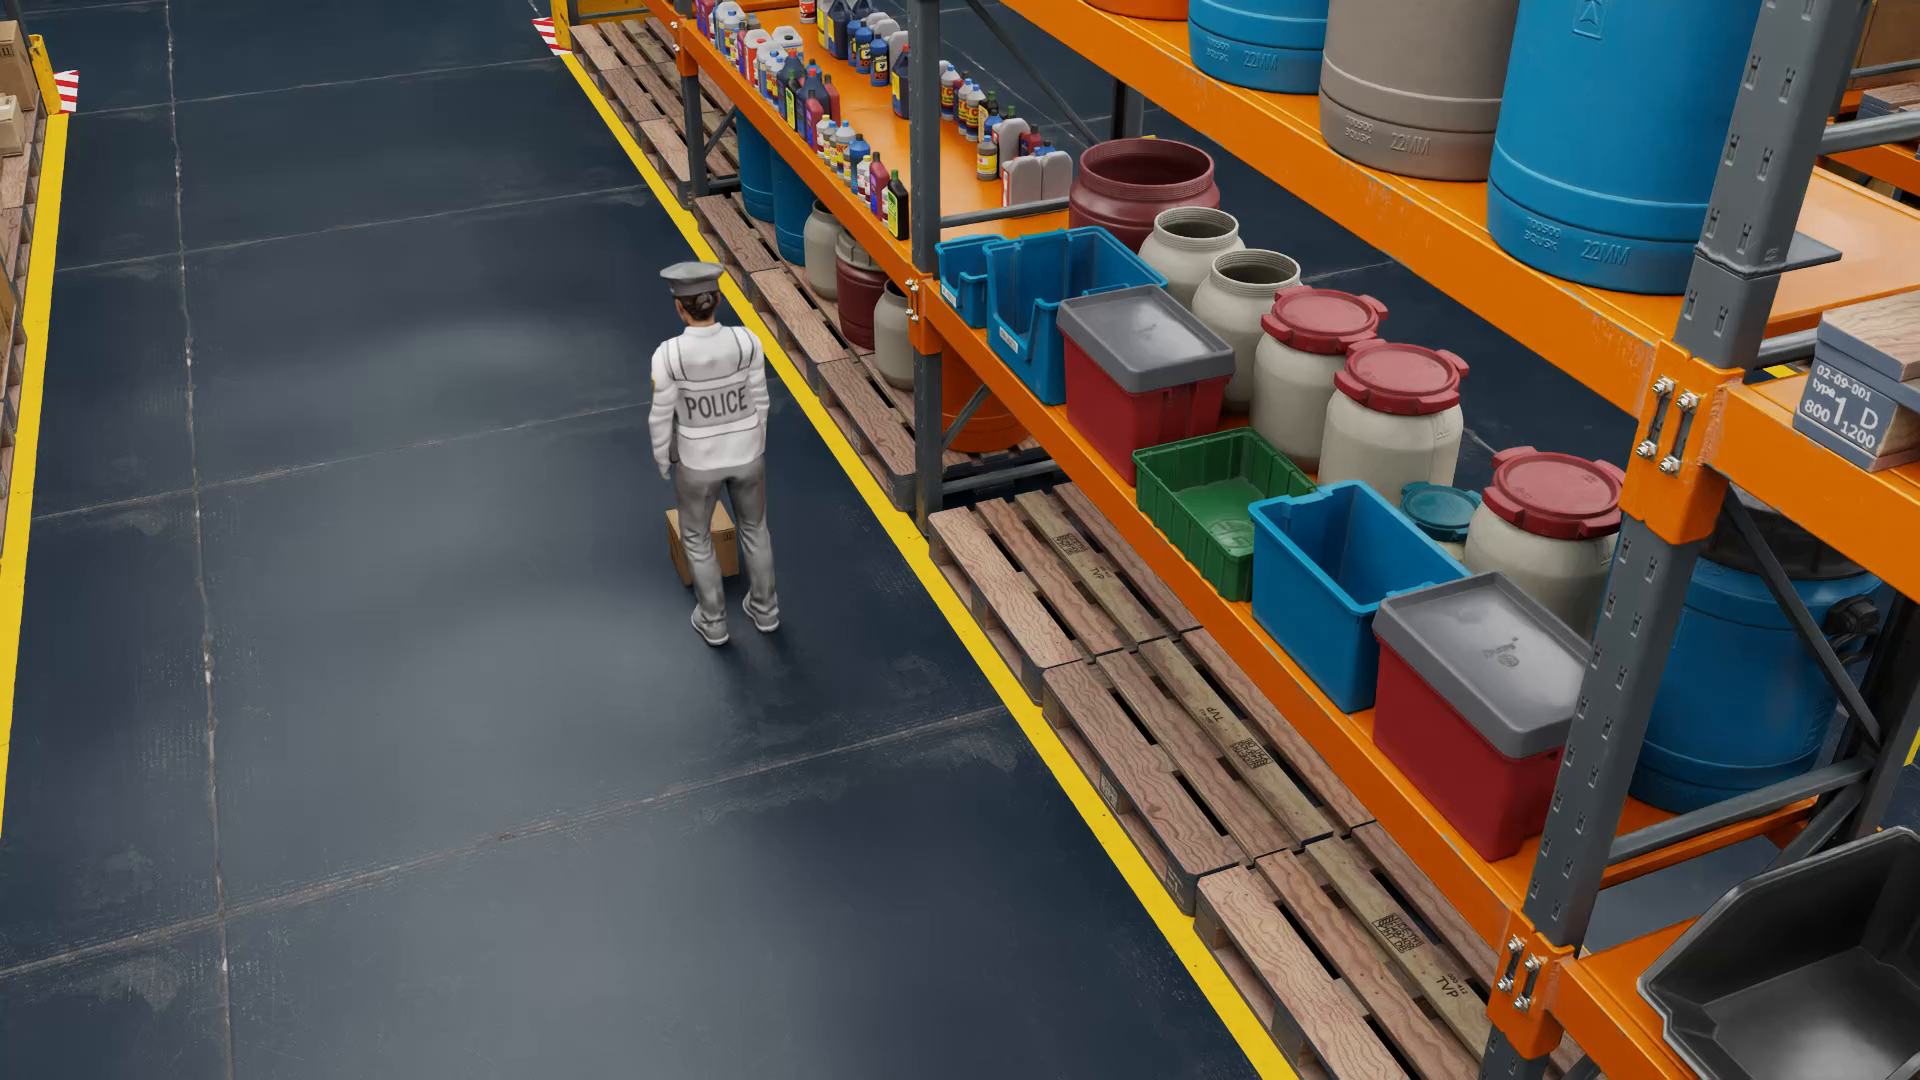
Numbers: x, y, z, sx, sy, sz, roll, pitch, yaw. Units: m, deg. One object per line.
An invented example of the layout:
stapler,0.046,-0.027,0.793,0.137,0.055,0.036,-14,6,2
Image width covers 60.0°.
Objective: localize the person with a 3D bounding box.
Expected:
person,-0.987,-0.323,6.648,0.482,1.654,0.366,-12,36,-18
